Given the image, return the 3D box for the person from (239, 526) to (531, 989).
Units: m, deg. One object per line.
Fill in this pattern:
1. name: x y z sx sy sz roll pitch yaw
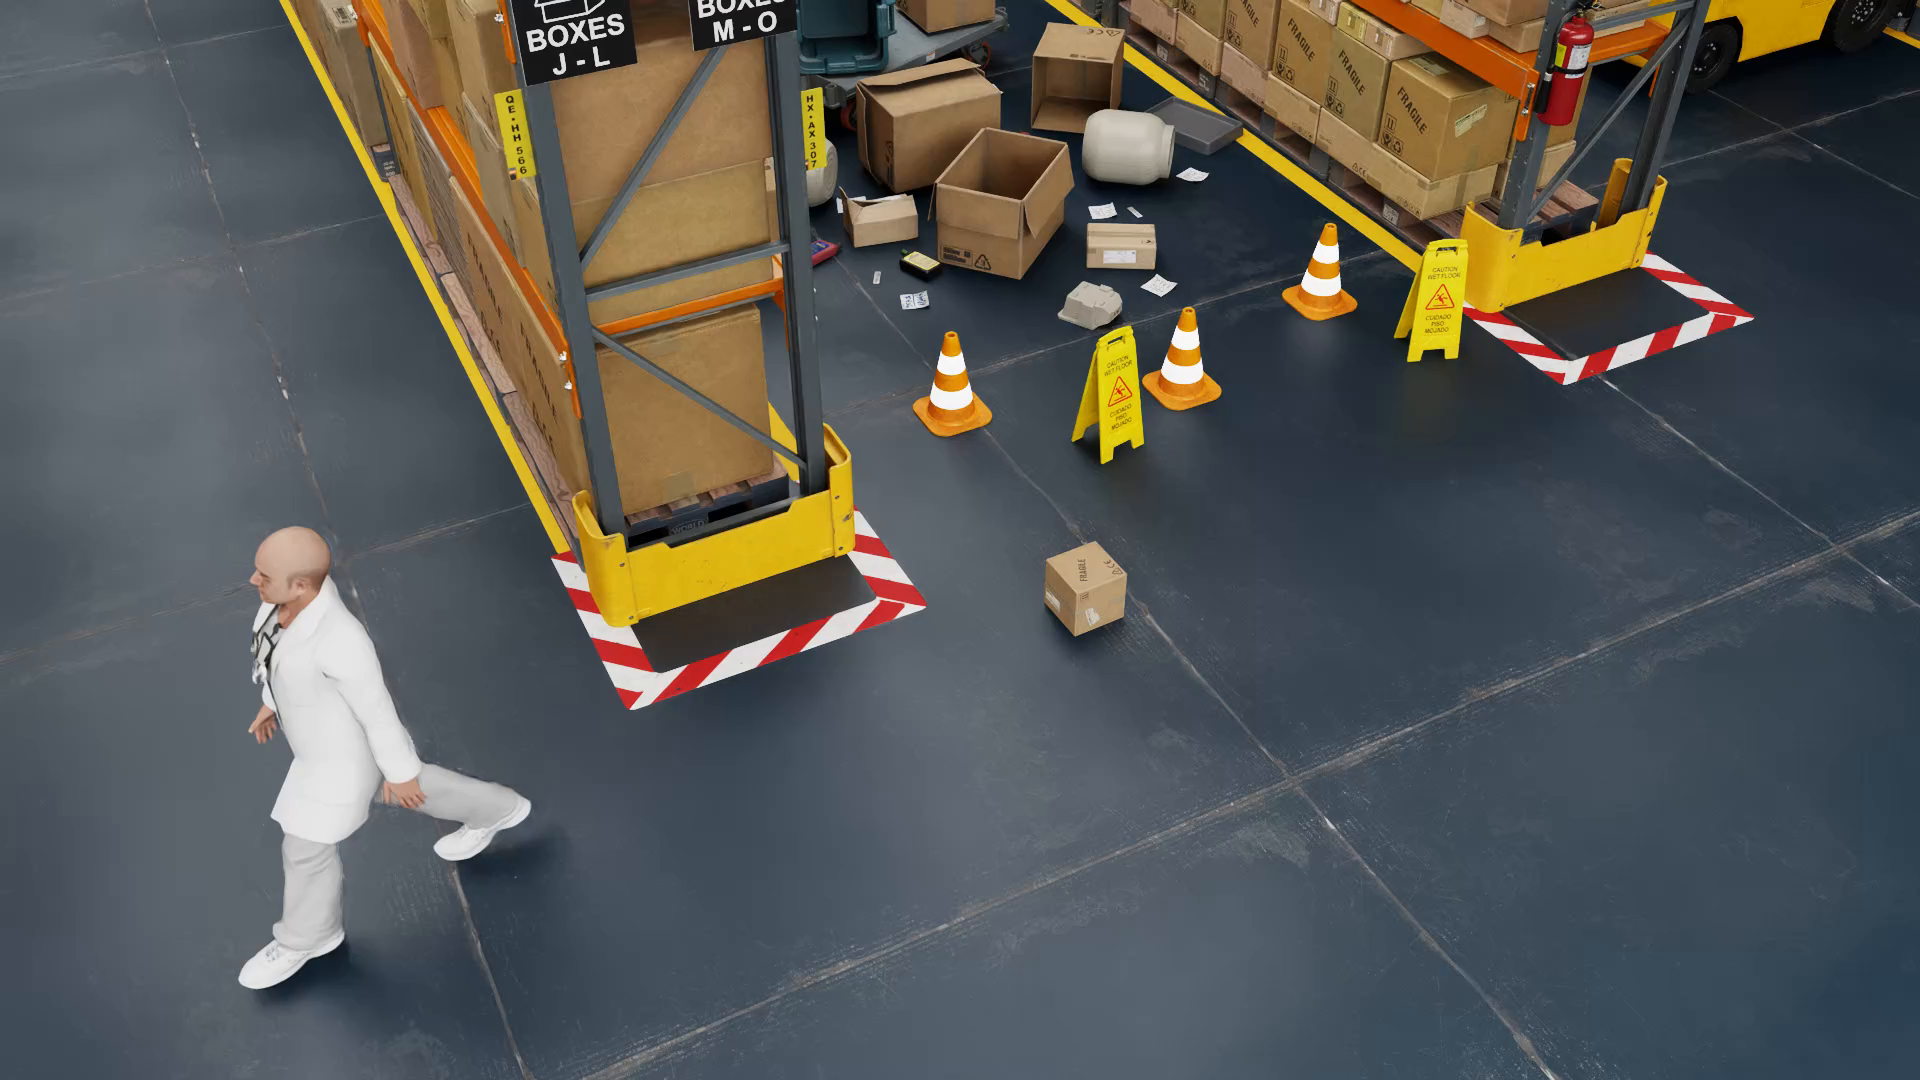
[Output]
1. person: -2.036 0.639 5.426 1.113 1.730 0.612 -22 45 -23
